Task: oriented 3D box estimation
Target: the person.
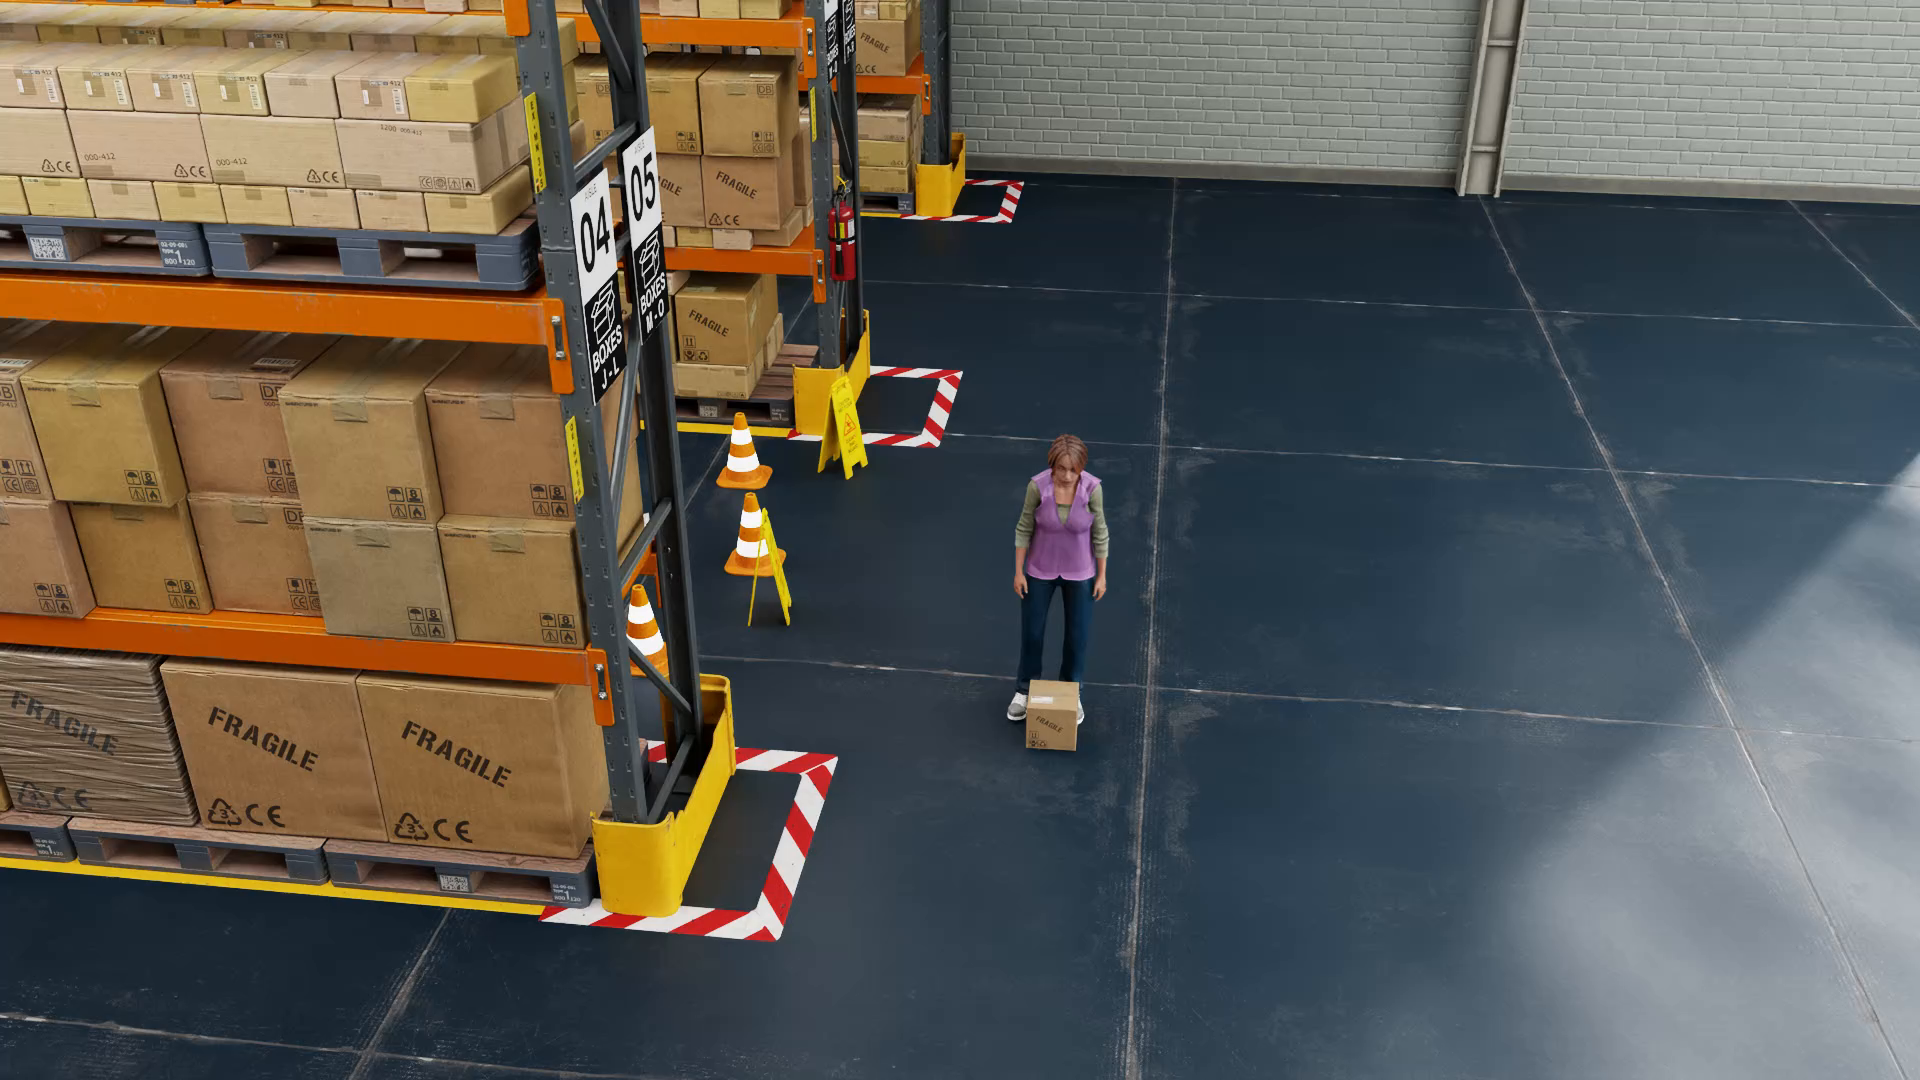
[{"bbox_3d":[0.506,0.230,8.359,0.465,1.327,0.291,2,29,4],"label":"person"}]
